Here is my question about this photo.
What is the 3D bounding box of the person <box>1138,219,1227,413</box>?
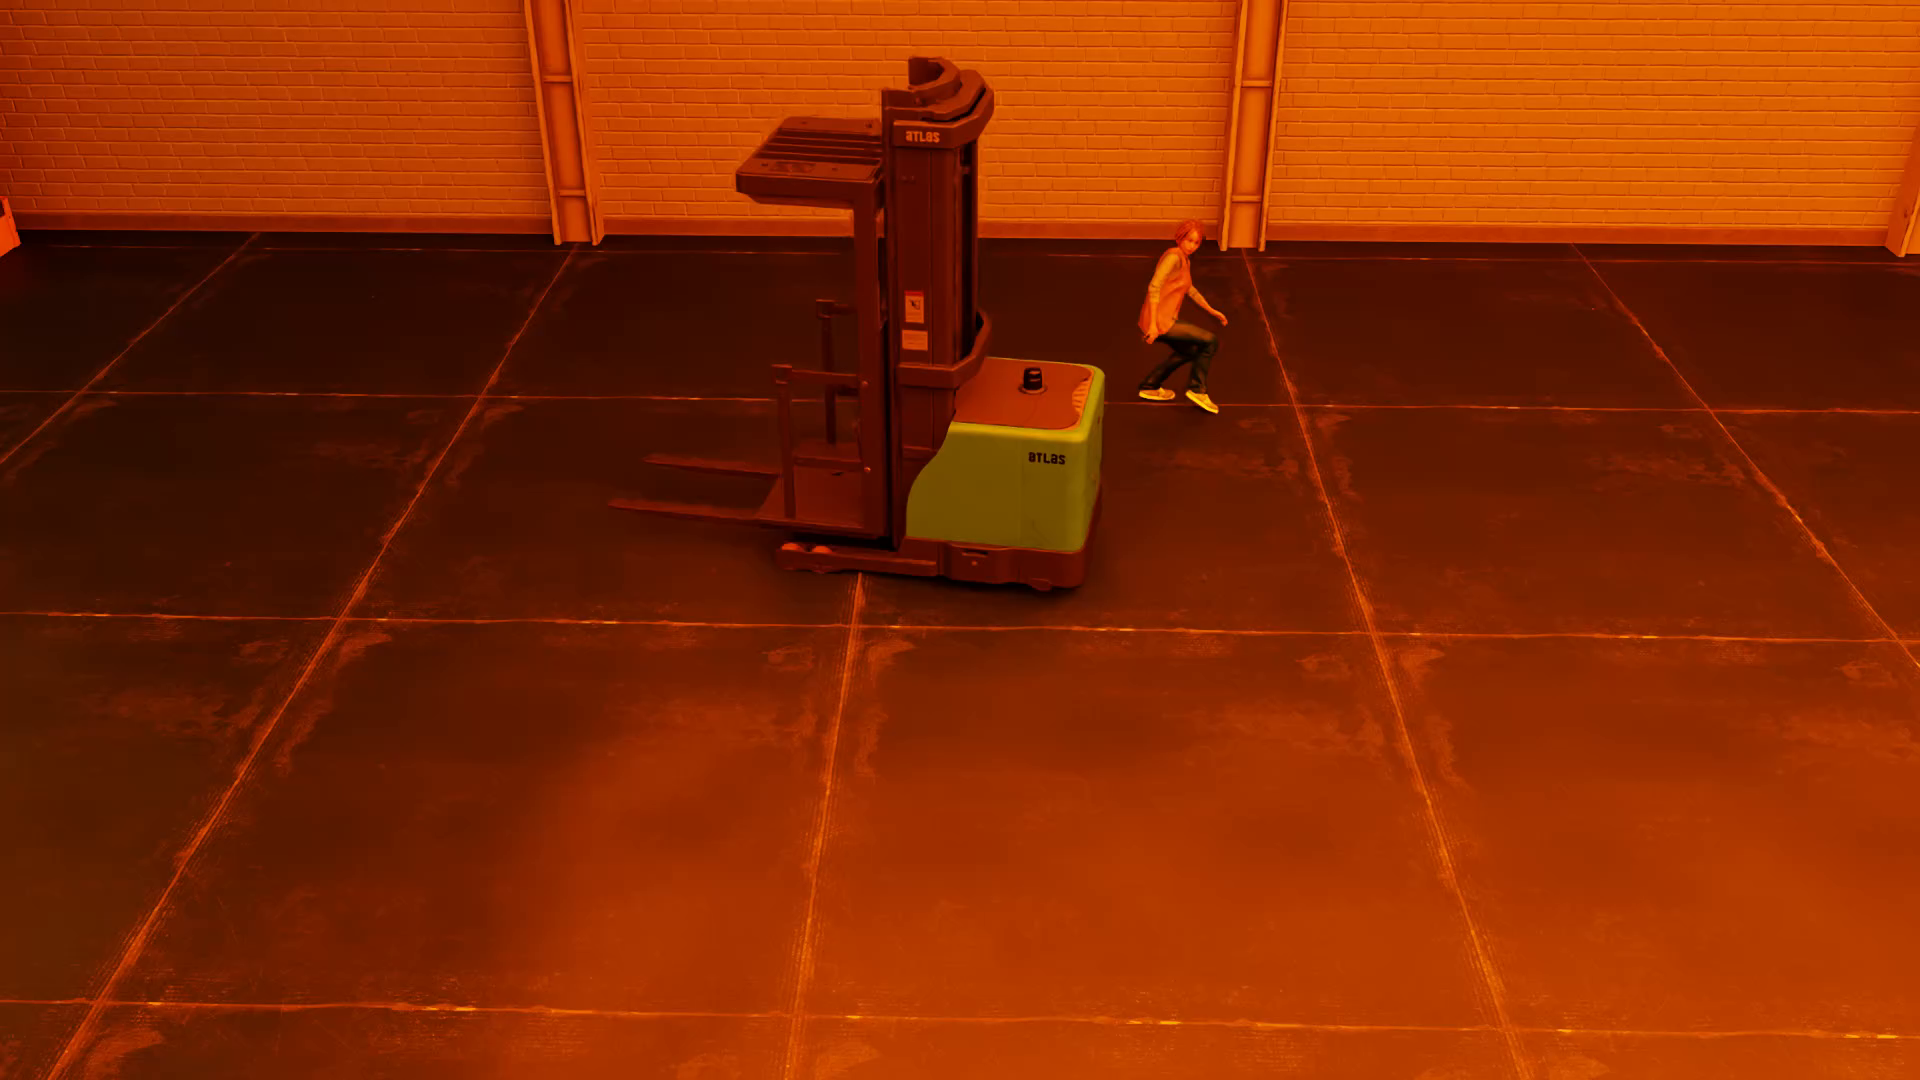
[{"bbox_3d":[1.593,-1.551,11.791,0.654,1.398,0.642,0,31,0],"label":"person"}]

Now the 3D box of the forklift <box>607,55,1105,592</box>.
[{"bbox_3d":[-0.669,-1.313,9.841,3.031,2.935,1.130,6,31,9],"label":"forklift"}]
